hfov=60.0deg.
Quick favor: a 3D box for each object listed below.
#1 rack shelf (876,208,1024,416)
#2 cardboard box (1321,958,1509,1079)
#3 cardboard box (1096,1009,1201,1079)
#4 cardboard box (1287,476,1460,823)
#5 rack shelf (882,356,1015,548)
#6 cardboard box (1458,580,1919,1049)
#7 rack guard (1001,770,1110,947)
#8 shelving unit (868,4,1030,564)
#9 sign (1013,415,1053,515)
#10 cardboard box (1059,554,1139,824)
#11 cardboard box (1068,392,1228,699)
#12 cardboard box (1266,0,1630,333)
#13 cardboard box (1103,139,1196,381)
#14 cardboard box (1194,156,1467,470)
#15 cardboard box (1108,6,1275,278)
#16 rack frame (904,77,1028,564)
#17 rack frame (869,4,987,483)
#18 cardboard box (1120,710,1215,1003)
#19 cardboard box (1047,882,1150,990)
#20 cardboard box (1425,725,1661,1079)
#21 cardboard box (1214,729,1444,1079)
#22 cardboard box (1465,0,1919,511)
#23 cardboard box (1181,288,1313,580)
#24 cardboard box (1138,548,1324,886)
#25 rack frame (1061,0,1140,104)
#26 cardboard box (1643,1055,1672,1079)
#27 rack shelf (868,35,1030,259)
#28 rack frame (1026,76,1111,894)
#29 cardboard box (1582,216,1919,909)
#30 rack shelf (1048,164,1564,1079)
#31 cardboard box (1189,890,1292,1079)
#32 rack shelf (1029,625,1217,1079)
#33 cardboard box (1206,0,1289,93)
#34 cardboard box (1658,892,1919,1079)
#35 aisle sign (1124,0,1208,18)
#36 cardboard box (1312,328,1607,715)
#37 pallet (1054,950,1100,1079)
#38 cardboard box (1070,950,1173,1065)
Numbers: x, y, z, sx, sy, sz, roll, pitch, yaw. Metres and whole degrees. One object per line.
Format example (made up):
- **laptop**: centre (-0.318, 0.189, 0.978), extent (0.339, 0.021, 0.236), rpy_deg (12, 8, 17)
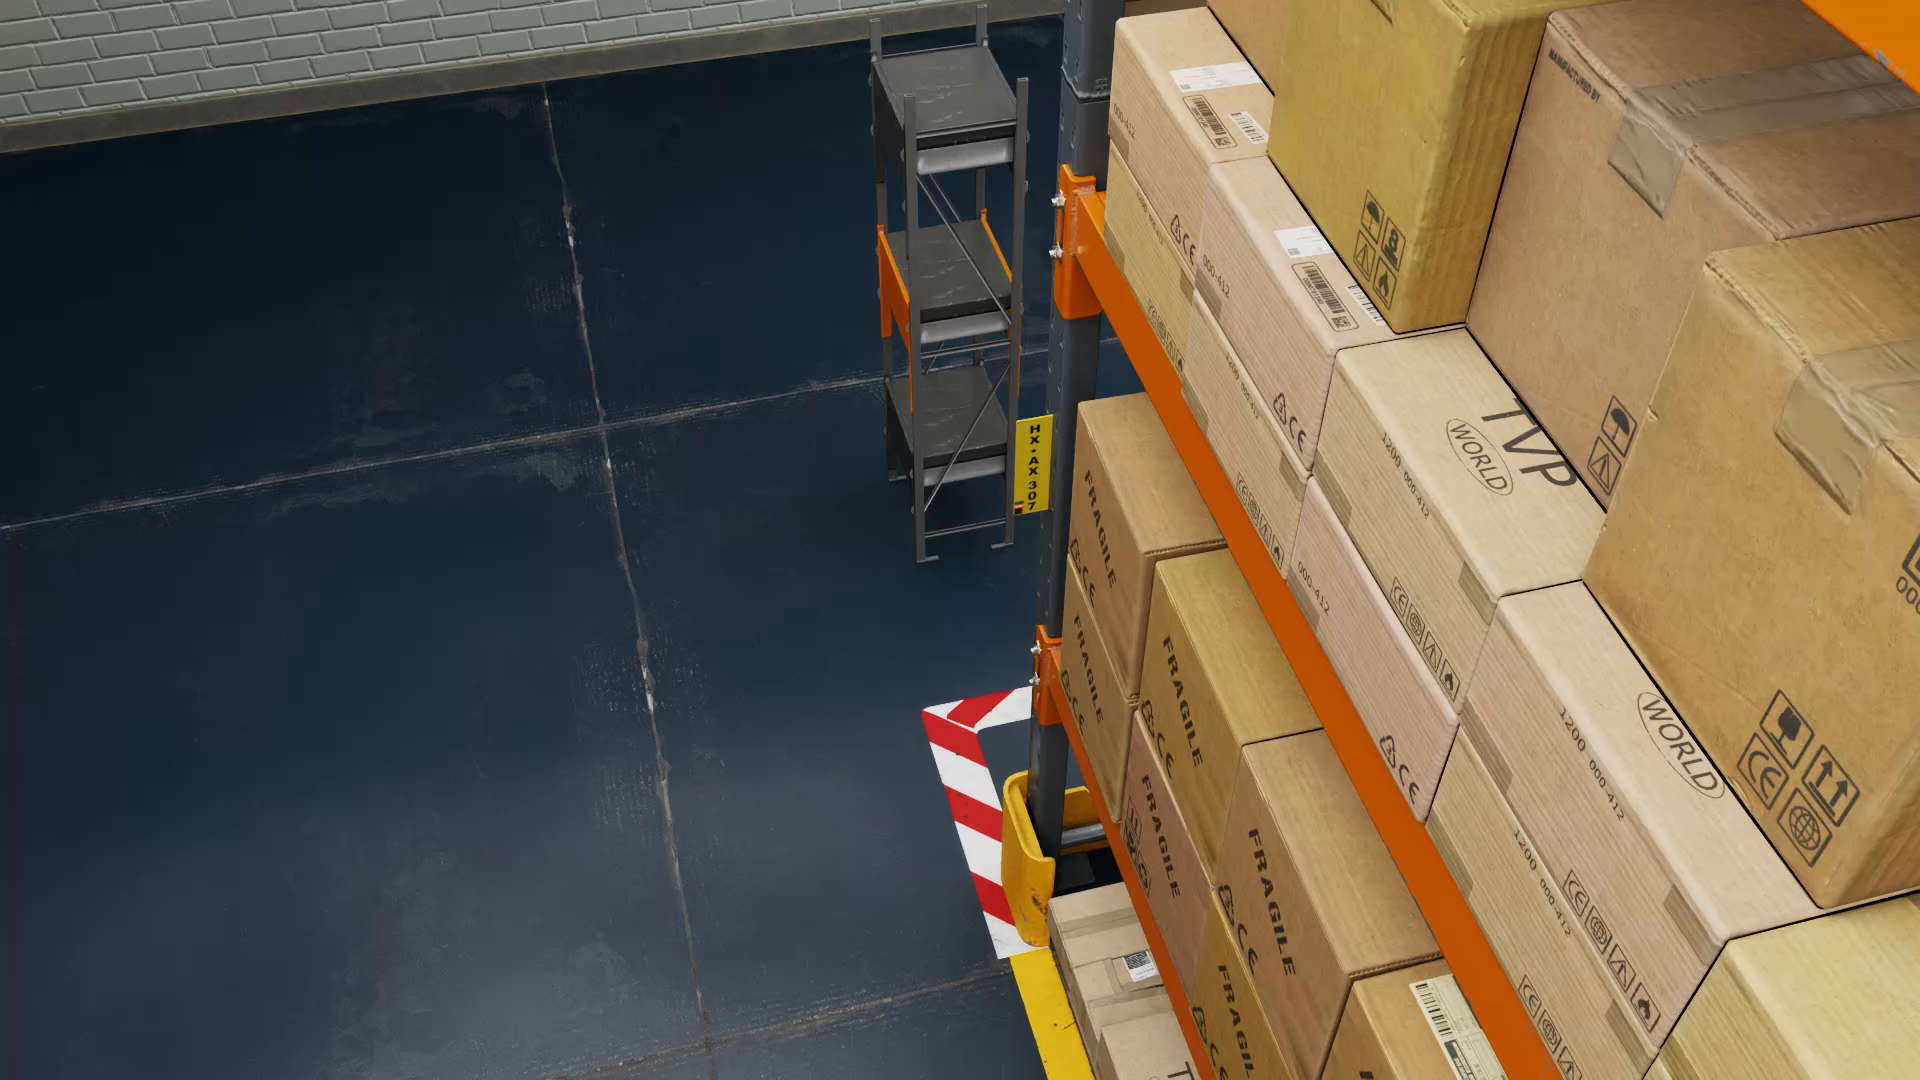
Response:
- **rack shelf**: centre (-0.042, -0.840, 6.122), extent (0.431, 0.518, 0.480), rpy_deg (-11, 47, -10)
- **cardboard box**: centre (0.967, 1.042, 2.859), extent (0.500, 0.500, 0.500), rpy_deg (-11, 47, -11)
- **cardboard box**: centre (0.706, 1.597, 4.702), extent (0.500, 0.250, 0.500), rpy_deg (-11, 47, -10)
- **cardboard box**: centre (0.844, 0.112, 2.545), extent (0.500, 0.250, 0.500), rpy_deg (-11, 47, -10)
- **rack shelf**: centre (-0.042, -0.350, 6.622), extent (0.431, 0.518, 0.480), rpy_deg (-11, 47, -10)
- **cardboard box**: centre (0.972, 0.282, 2.028), extent (0.500, 0.250, 0.500), rpy_deg (-11, 47, -10)
- **rack guard**: centre (0.732, 0.943, 5.476), extent (1.175, 0.500, 0.348), rpy_deg (-11, 47, -10)
- **shelving unit**: centre (-0.042, -0.849, 6.112), extent (0.431, 2.100, 0.503), rpy_deg (-11, 47, -10)
- **sign**: centre (0.188, -0.188, 4.228), extent (0.100, 0.325, 0.005), rpy_deg (-11, 47, -10)
- **cardboard box**: centre (0.571, 0.335, 4.251), extent (0.500, 0.500, 0.500), rpy_deg (-10, 46, -9)
- **cardboard box**: centre (0.571, -0.015, 3.894), extent (0.500, 0.500, 0.500), rpy_deg (-9, 46, -9)
- **cardboard box**: centre (0.906, -0.707, 2.472), extent (0.700, 0.500, 0.500), rpy_deg (-11, 47, -10)
- **cardboard box**: centre (0.598, -0.580, 3.223), extent (0.500, 0.250, 0.500), rpy_deg (-11, 47, -10)
- **cardboard box**: centre (0.714, -0.408, 2.704), extent (0.500, 0.250, 0.500), rpy_deg (-11, 47, -10)
- **cardboard box**: centre (0.593, -0.754, 3.044), extent (0.500, 0.250, 0.500), rpy_deg (-11, 47, -10)
- **rack frame**: centre (0.020, -0.681, 5.947), extent (0.400, 2.100, 0.015), rpy_deg (-11, 47, -10)
- **rack frame**: centre (-0.105, -1.018, 6.277), extent (0.400, 2.100, 0.015), rpy_deg (-11, 47, -10)
- **cardboard box**: centre (0.709, 0.691, 3.903), extent (0.500, 0.500, 0.500), rpy_deg (-11, 47, -11)
- **cardboard box**: centre (0.488, 1.212, 5.150), extent (0.380, 0.149, 0.250), rpy_deg (-11, 47, -10)
- **cardboard box**: centre (0.978, 0.456, 2.208), extent (0.500, 0.250, 0.500), rpy_deg (-11, 47, -10)
- **cardboard box**: centre (0.836, 0.691, 3.202), extent (0.500, 0.500, 0.500), rpy_deg (-10, 46, -10)
- **cardboard box**: centre (1.138, -0.381, 2.153), extent (0.700, 0.500, 0.500), rpy_deg (-11, 47, -10)
- **cardboard box**: centre (0.714, -0.233, 2.883), extent (0.500, 0.250, 0.500), rpy_deg (-11, 47, -10)
- **cardboard box**: centre (0.713, 0.345, 3.542), extent (0.500, 0.500, 0.500), rpy_deg (-10, 46, -10)
- **rack frame**: centre (0.713, -2.084, 2.492), extent (1.000, 3.000, 0.127), rpy_deg (-11, 47, -10)
- **cardboard box**: centre (1.101, 0.802, 1.868), extent (0.500, 0.250, 0.500), rpy_deg (-11, 47, -10)
- **rack shelf**: centre (-0.042, -1.330, 5.622), extent (0.431, 0.518, 0.480), rpy_deg (-11, 47, -10)
- **rack frame**: centre (0.713, 0.016, 4.634), extent (1.000, 3.000, 0.127), rpy_deg (-11, 47, -10)
- **cardboard box**: centre (1.175, -0.019, 1.798), extent (0.700, 0.500, 0.500), rpy_deg (-11, 47, -10)
- **rack shelf**: centre (1.225, 0.599, 2.467), extent (1.077, 0.370, 4.000), rpy_deg (-11, 47, -10)
- **cardboard box**: centre (0.834, 1.038, 3.563), extent (0.500, 0.500, 0.500), rpy_deg (-11, 47, -10)
- **rack shelf**: centre (1.225, 1.648, 3.538), extent (1.077, 0.370, 4.000), rpy_deg (-11, 47, -10)
- **cardboard box**: centre (0.860, -1.067, 2.825), extent (0.700, 0.500, 0.500), rpy_deg (-11, 47, -10)
- **cardboard box**: centre (1.099, 0.628, 1.690), extent (0.500, 0.250, 0.500), rpy_deg (-11, 47, -10)
- **aisle sign**: centre (0.411, -0.888, 3.699), extent (0.394, 0.787, 0.004), rpy_deg (-11, 47, -10)
- **cardboard box**: centre (0.848, -0.064, 2.367), extent (0.500, 0.250, 0.500), rpy_deg (-11, 47, -10)
- **pallet**: centre (0.937, 1.595, 5.040), extent (1.003, 0.211, 1.213), rpy_deg (-11, 47, -10)
- **cardboard box**: centre (0.552, 1.378, 4.975), extent (0.380, 0.166, 0.250), rpy_deg (-11, 47, -10)
